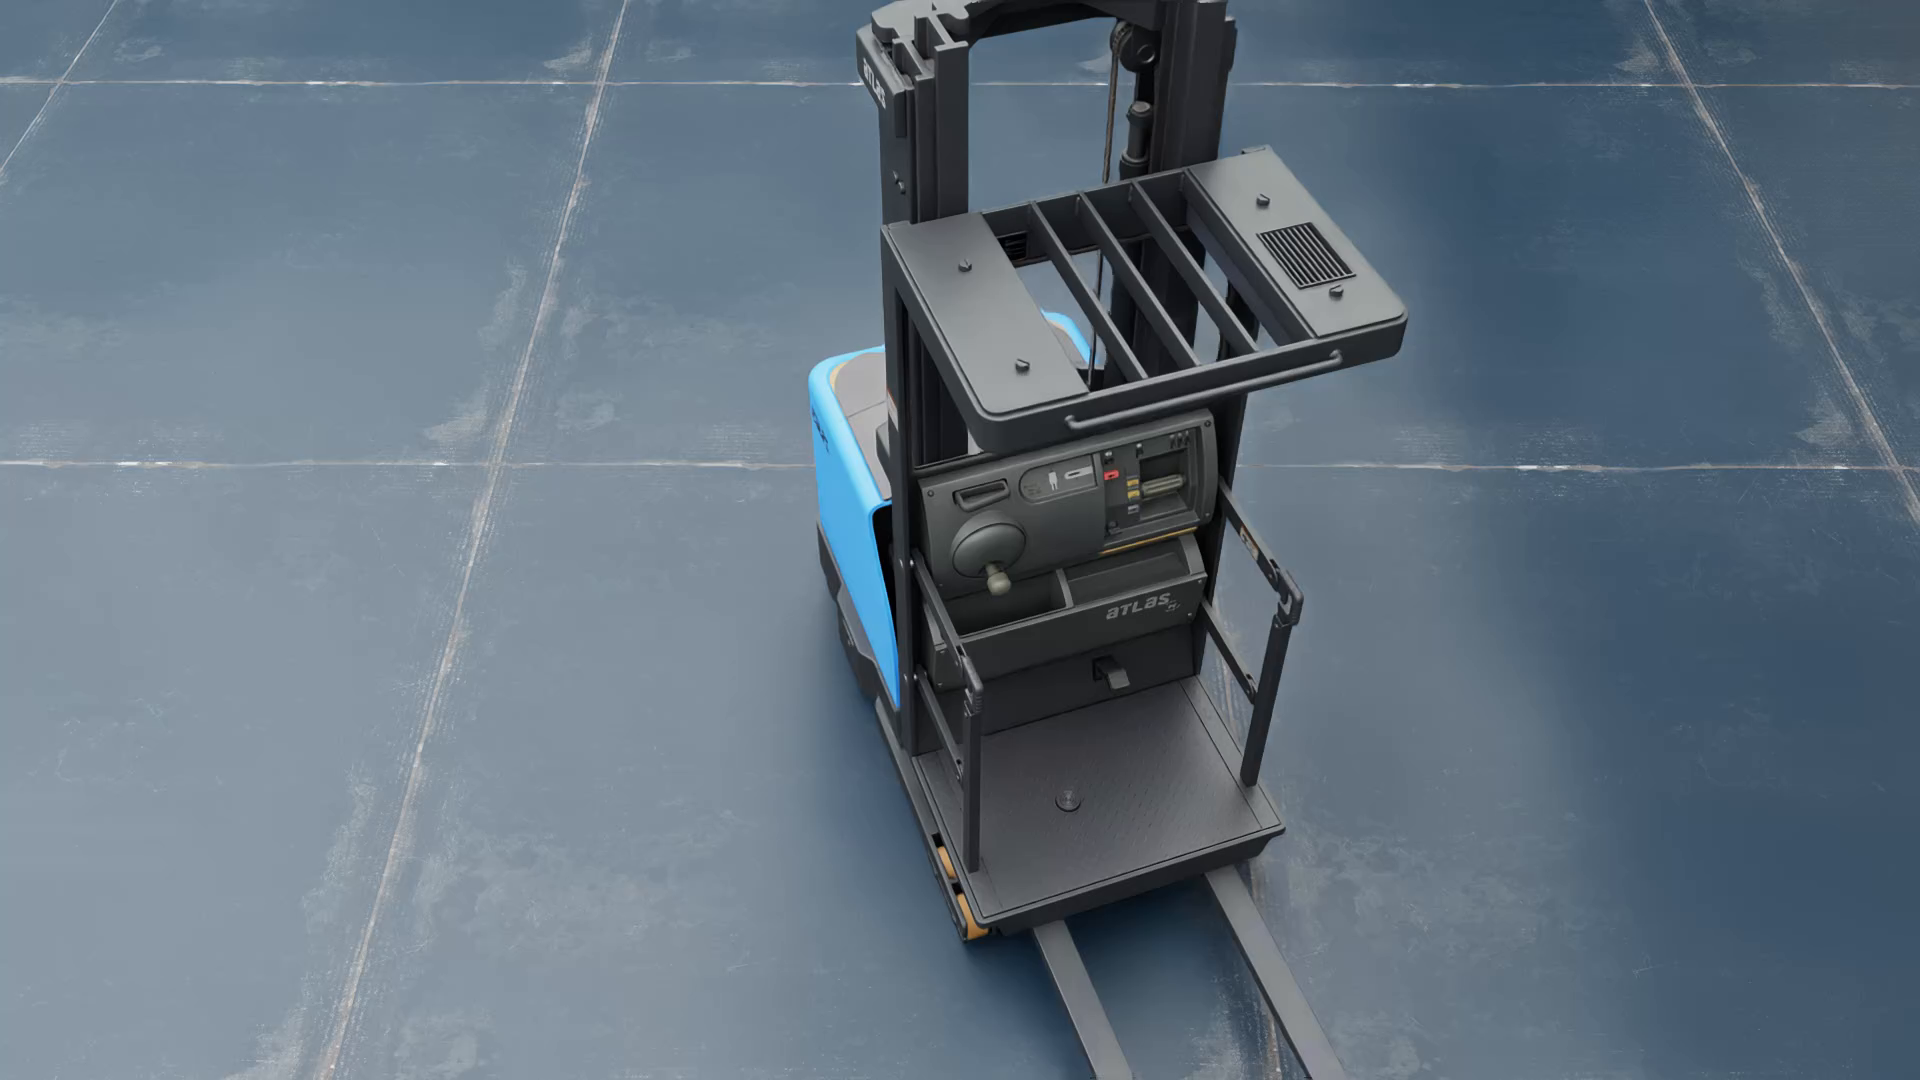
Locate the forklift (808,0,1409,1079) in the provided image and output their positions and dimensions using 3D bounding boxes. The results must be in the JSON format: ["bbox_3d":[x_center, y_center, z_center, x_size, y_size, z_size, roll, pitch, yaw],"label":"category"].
[{"bbox_3d":[0.412,-0.008,4.836,1.130,2.935,3.031,-15,49,-13],"label":"forklift"}]
